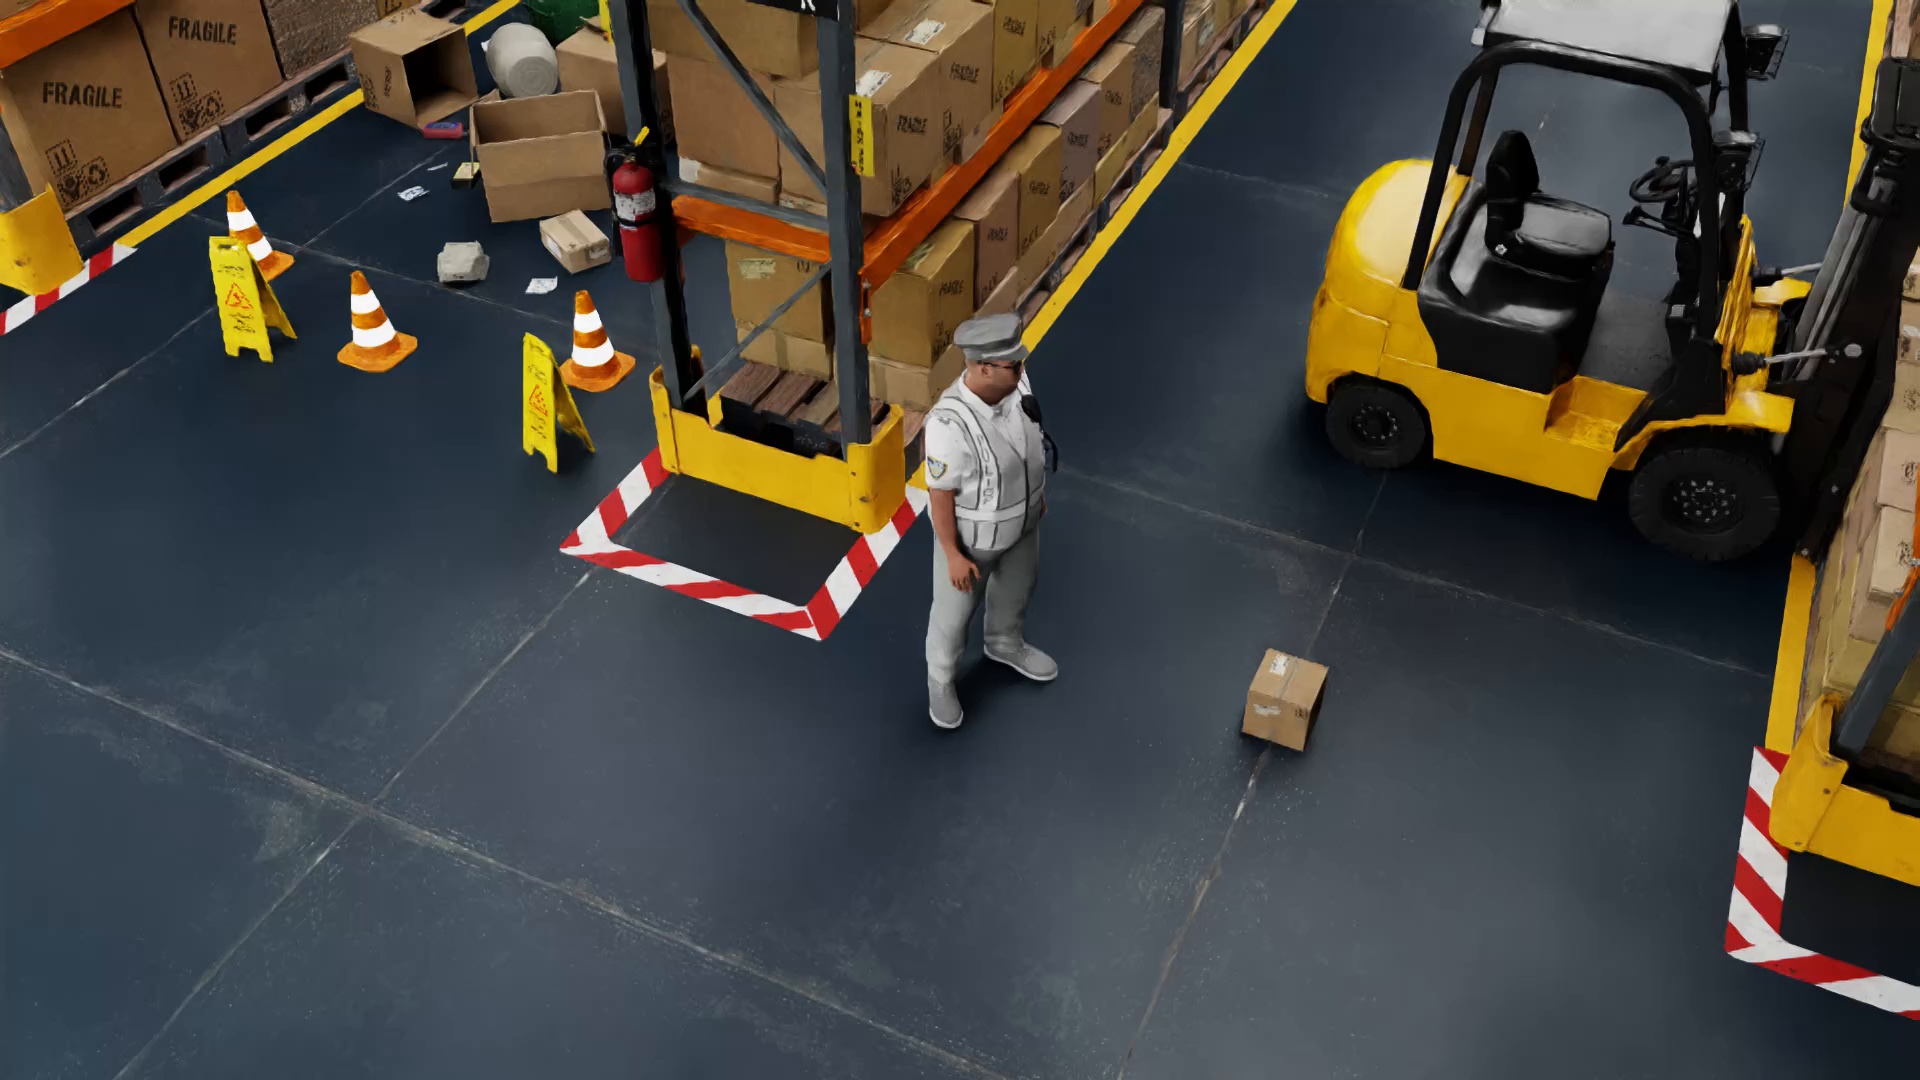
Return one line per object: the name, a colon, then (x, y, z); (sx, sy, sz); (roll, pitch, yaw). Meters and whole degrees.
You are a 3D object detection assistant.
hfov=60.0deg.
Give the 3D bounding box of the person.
person: (0.099, -0.079, 6.208); (0.406, 1.772, 0.622); (31, 50, 30)
